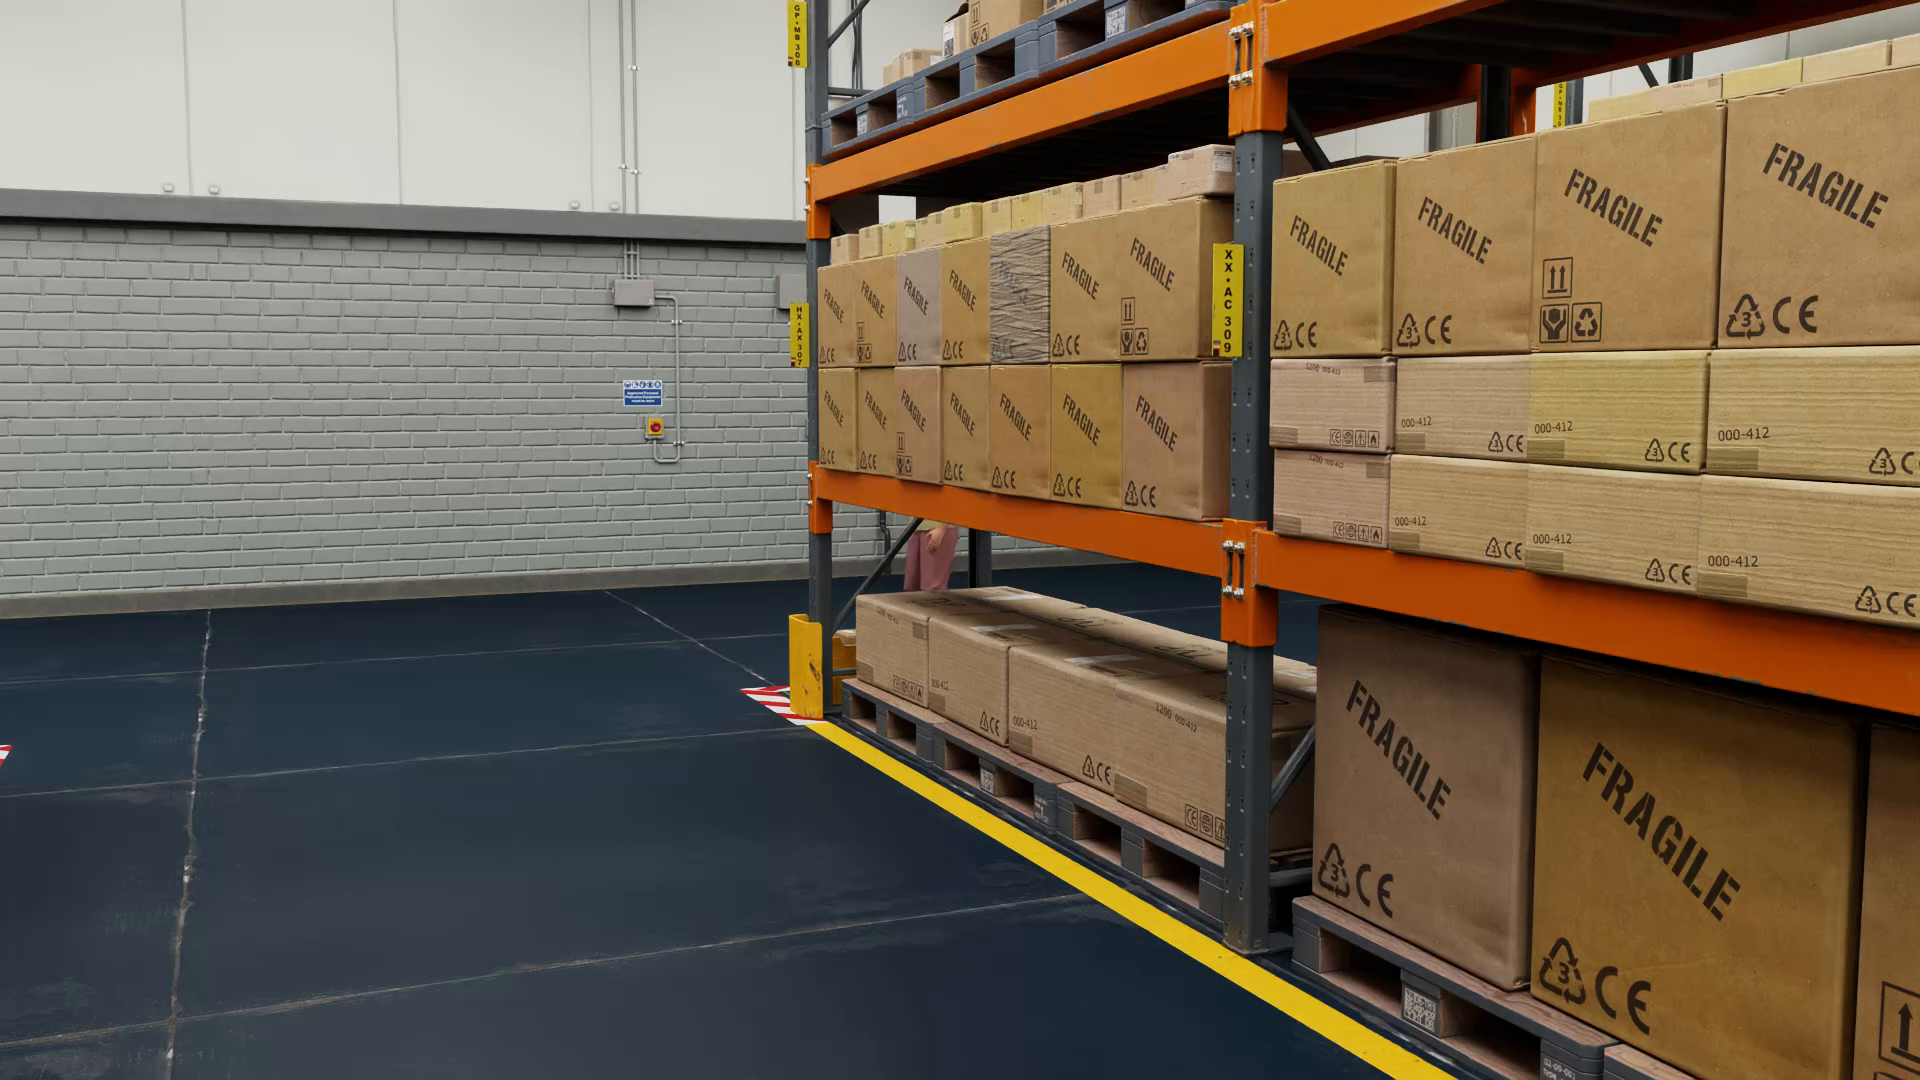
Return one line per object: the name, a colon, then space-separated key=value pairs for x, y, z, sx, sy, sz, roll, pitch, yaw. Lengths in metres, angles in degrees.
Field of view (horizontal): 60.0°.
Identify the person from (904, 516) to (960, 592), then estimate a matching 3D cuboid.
person: x=-0.155 y=-0.044 z=10.028 sx=0.358 sy=1.668 sz=0.452 roll=-3 pitch=6 yaw=-25
